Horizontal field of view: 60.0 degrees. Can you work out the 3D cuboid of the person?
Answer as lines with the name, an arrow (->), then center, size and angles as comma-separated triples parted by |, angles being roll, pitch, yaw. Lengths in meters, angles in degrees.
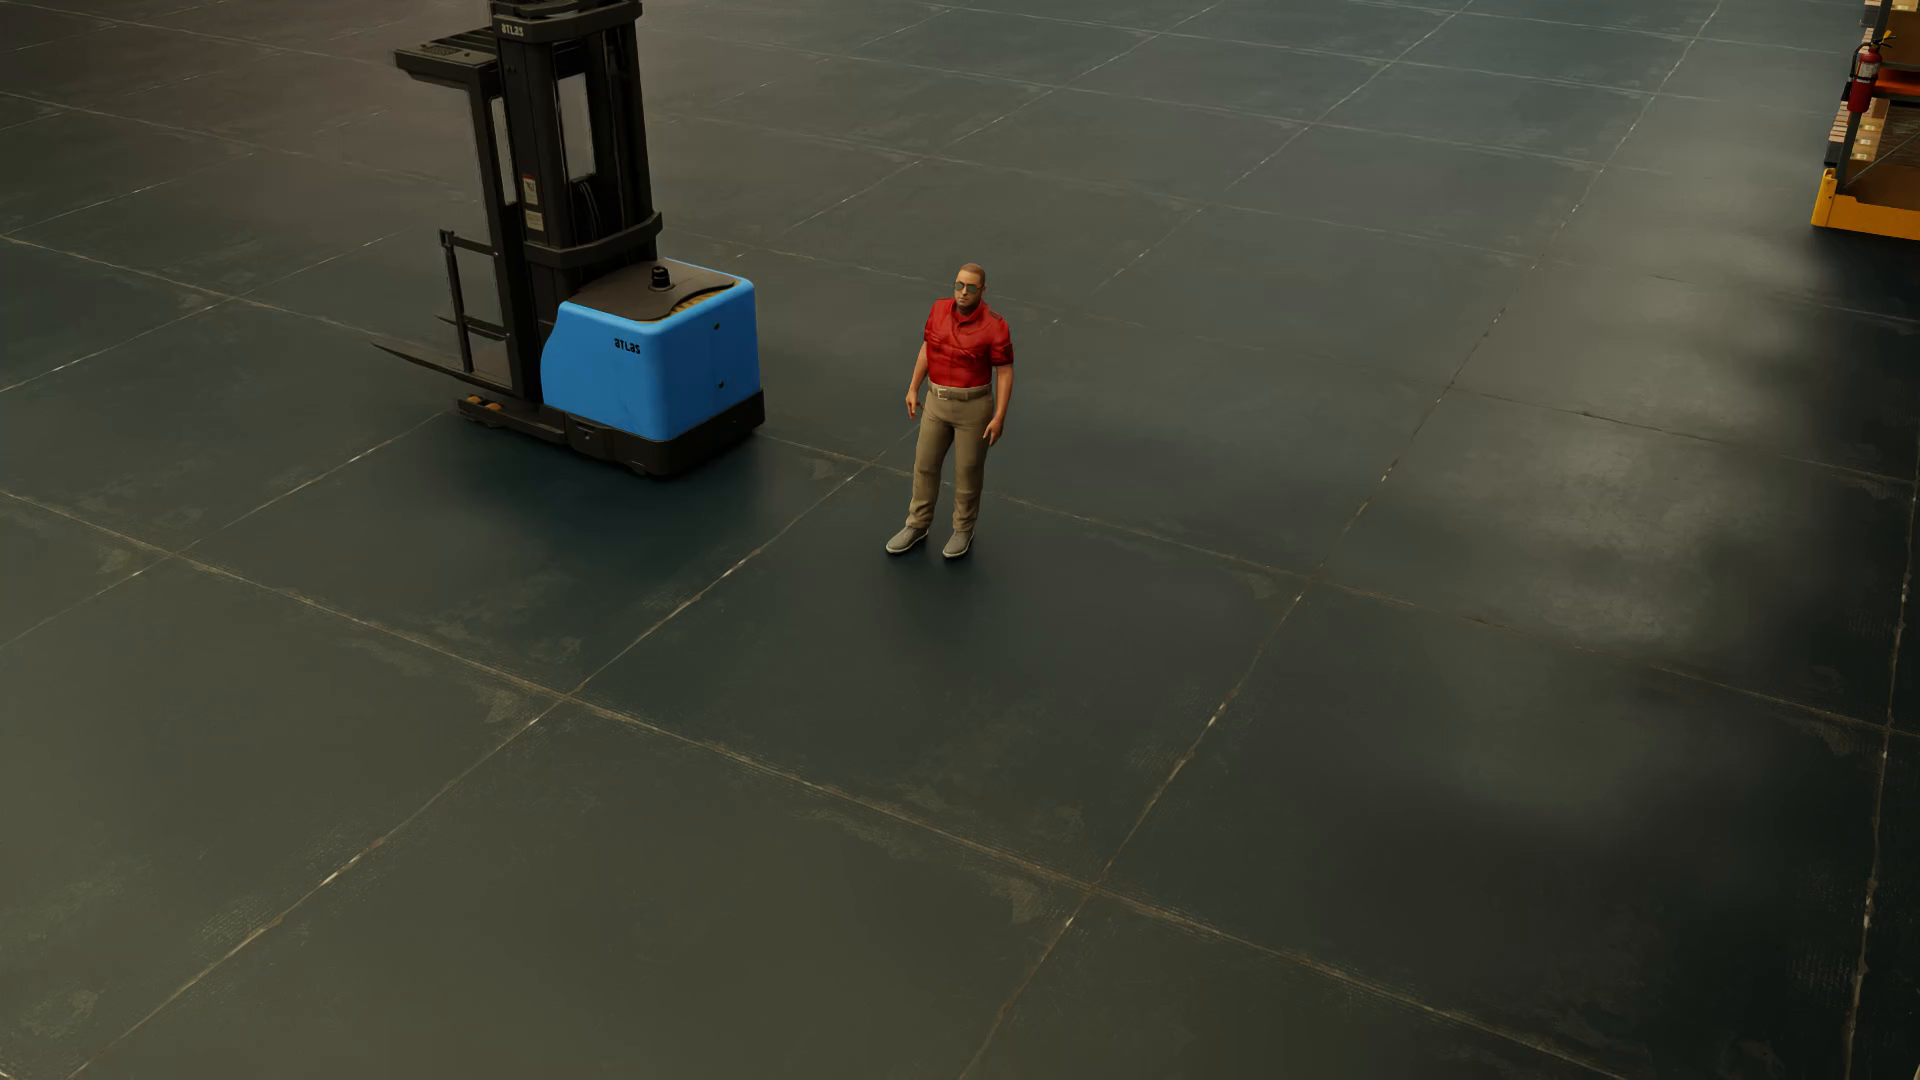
person -> -0.054, -0.719, 9.504 | 0.640, 1.727, 0.551 | 15, 33, 25

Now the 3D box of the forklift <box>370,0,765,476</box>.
forklift -> -2.830, -2.234, 10.942 | 3.031, 2.935, 1.130 | 18, 35, 29
